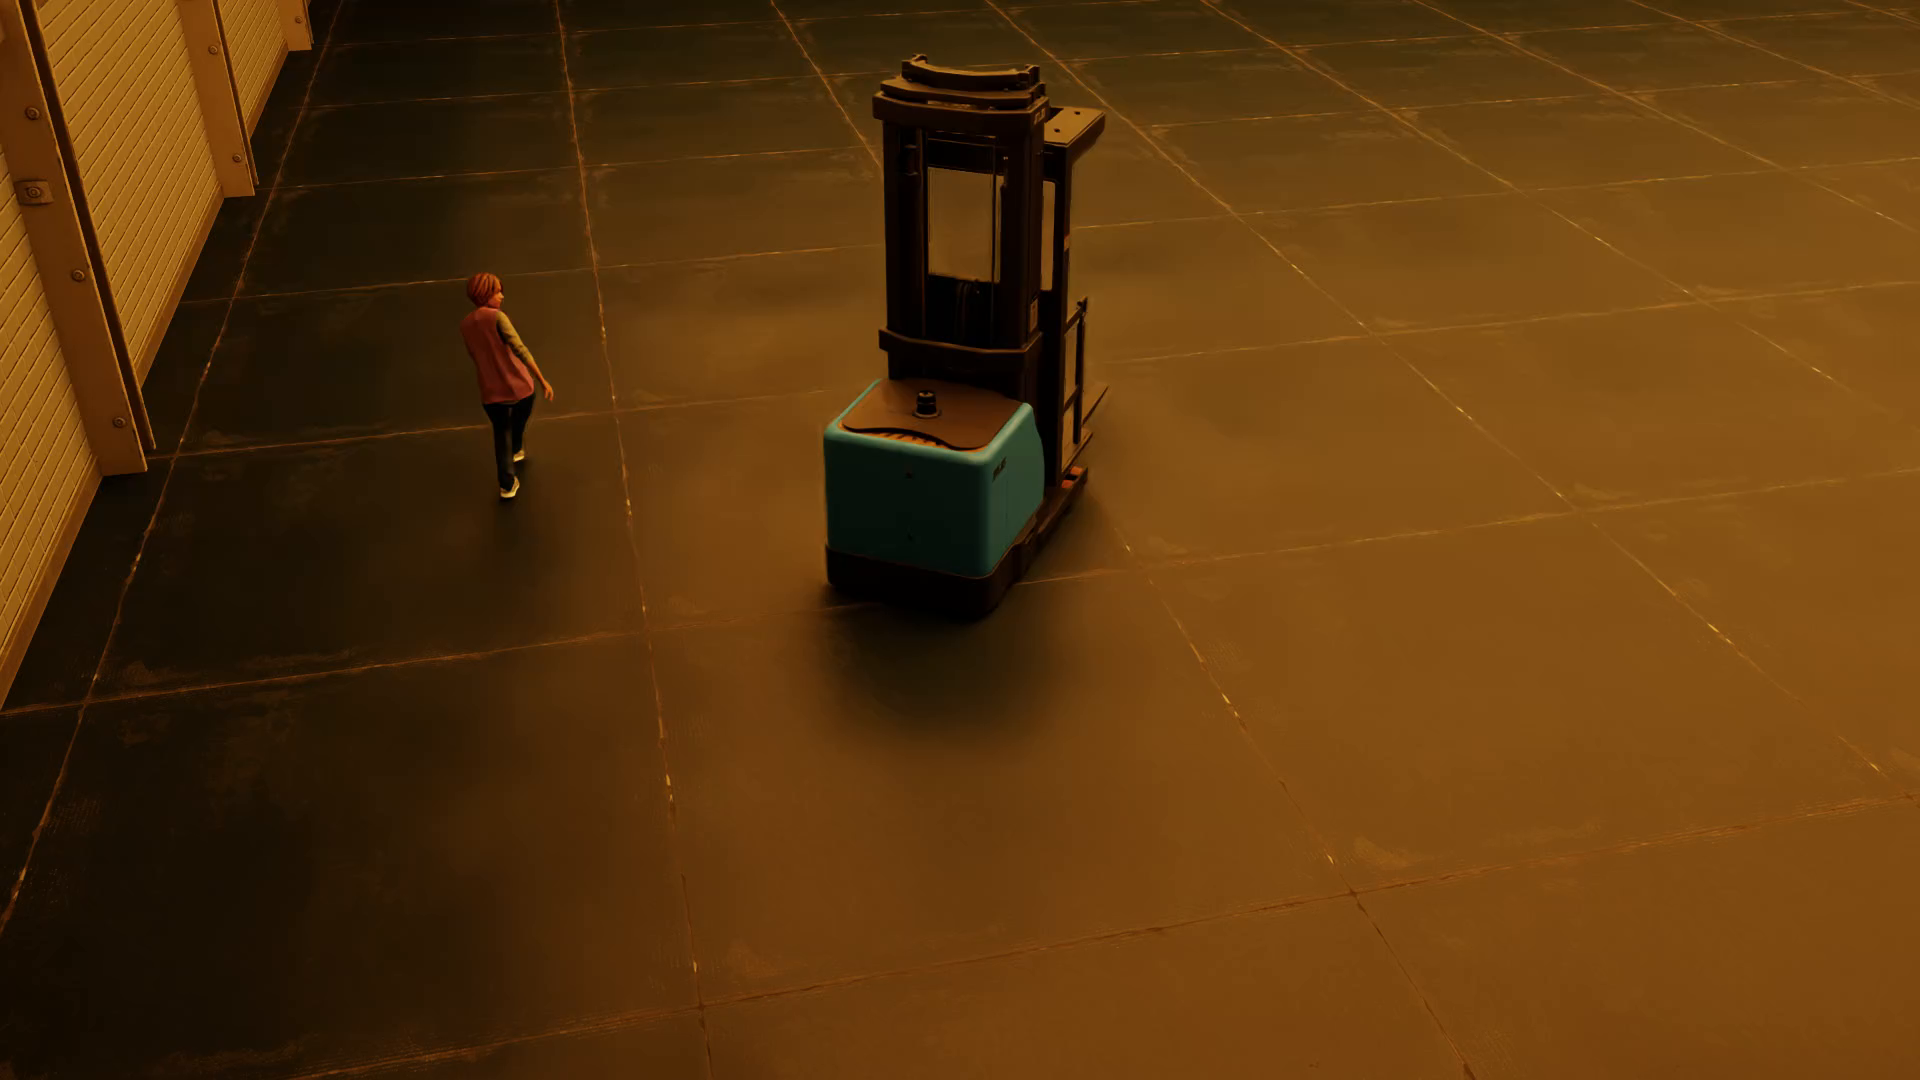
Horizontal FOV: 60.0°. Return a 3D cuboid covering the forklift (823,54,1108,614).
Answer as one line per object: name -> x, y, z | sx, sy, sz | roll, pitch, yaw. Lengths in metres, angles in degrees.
forklift -> 0.208, -1.565, 10.277 | 1.130, 2.935, 3.031 | 11, 32, 18

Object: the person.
person -> -2.896, -1.047, 10.878 | 0.640, 1.448, 0.720 | 2, 30, 3
